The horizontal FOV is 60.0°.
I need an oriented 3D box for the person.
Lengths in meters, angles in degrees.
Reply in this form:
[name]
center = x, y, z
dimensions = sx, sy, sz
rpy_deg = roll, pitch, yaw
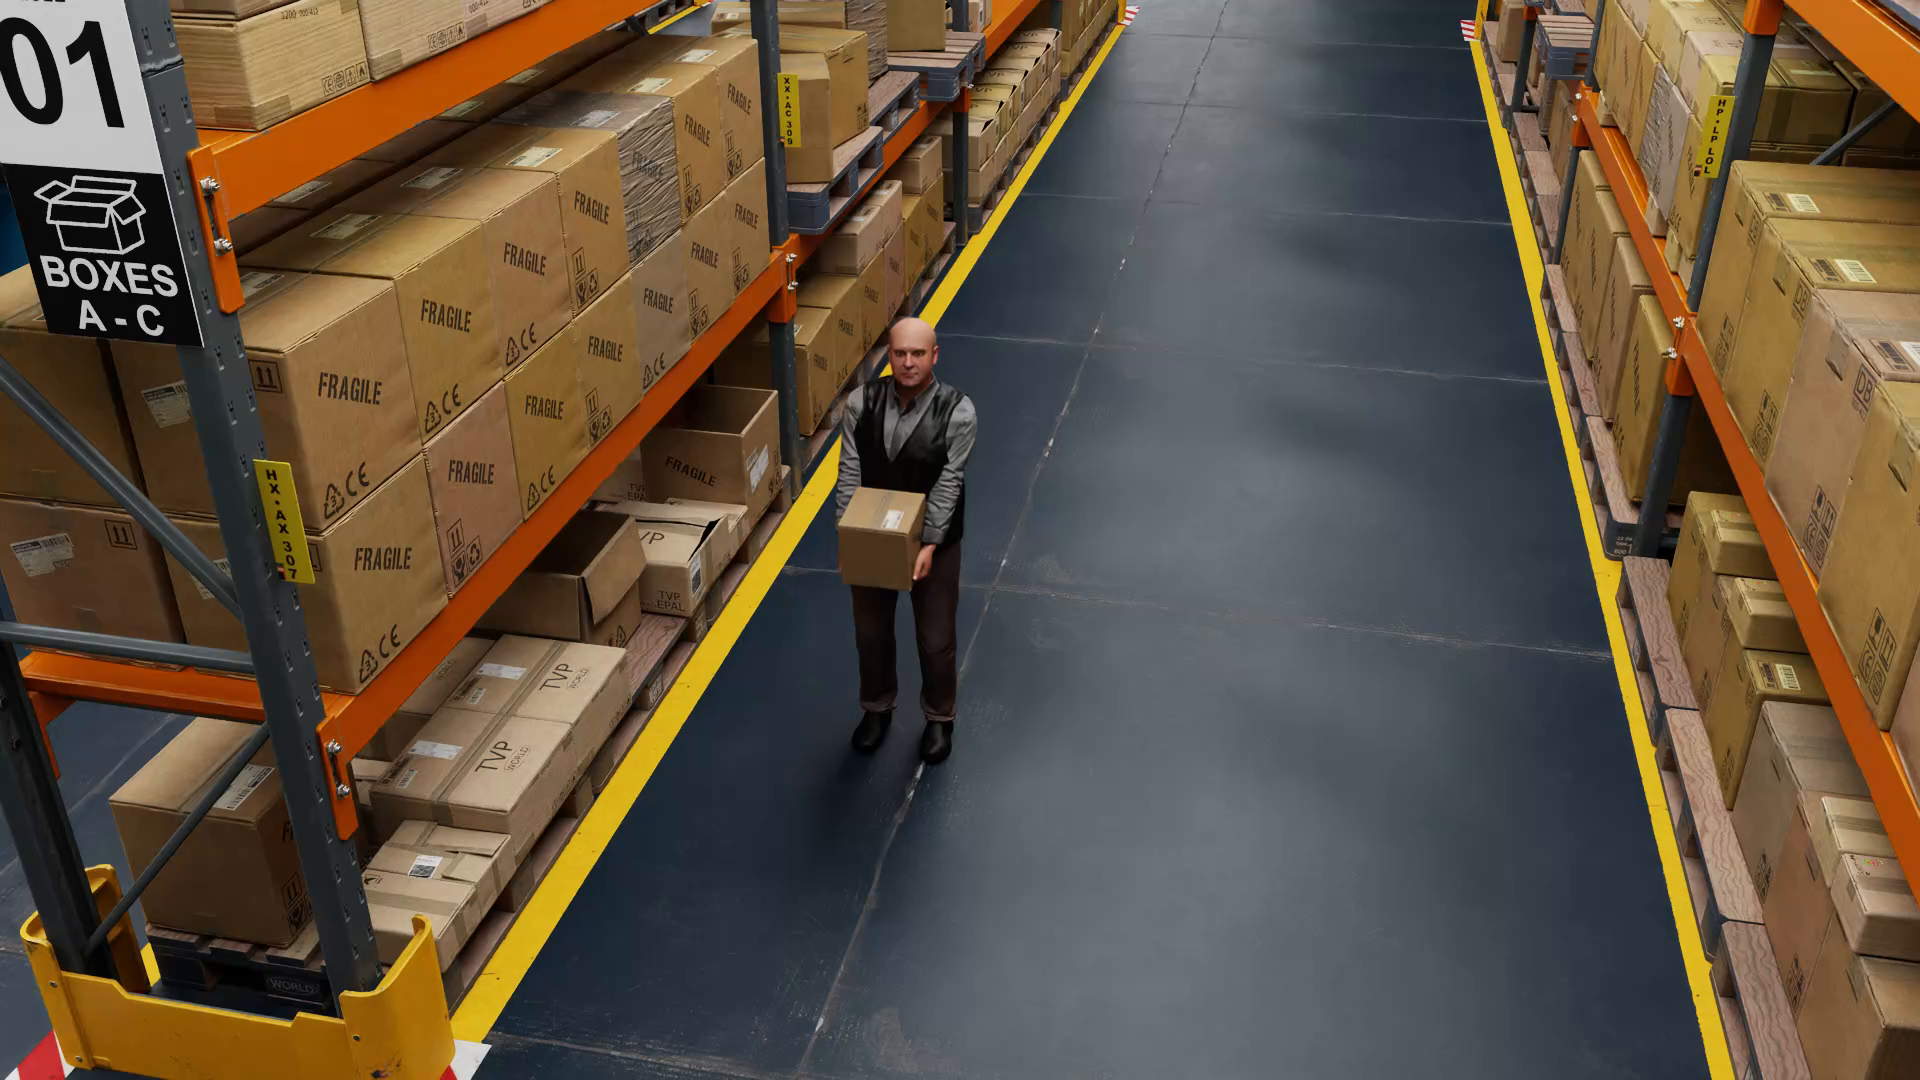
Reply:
[person]
center = -0.206, 0.053, 6.062
dimensions = 0.494, 1.713, 0.547
rpy_deg = 6, 29, 12
